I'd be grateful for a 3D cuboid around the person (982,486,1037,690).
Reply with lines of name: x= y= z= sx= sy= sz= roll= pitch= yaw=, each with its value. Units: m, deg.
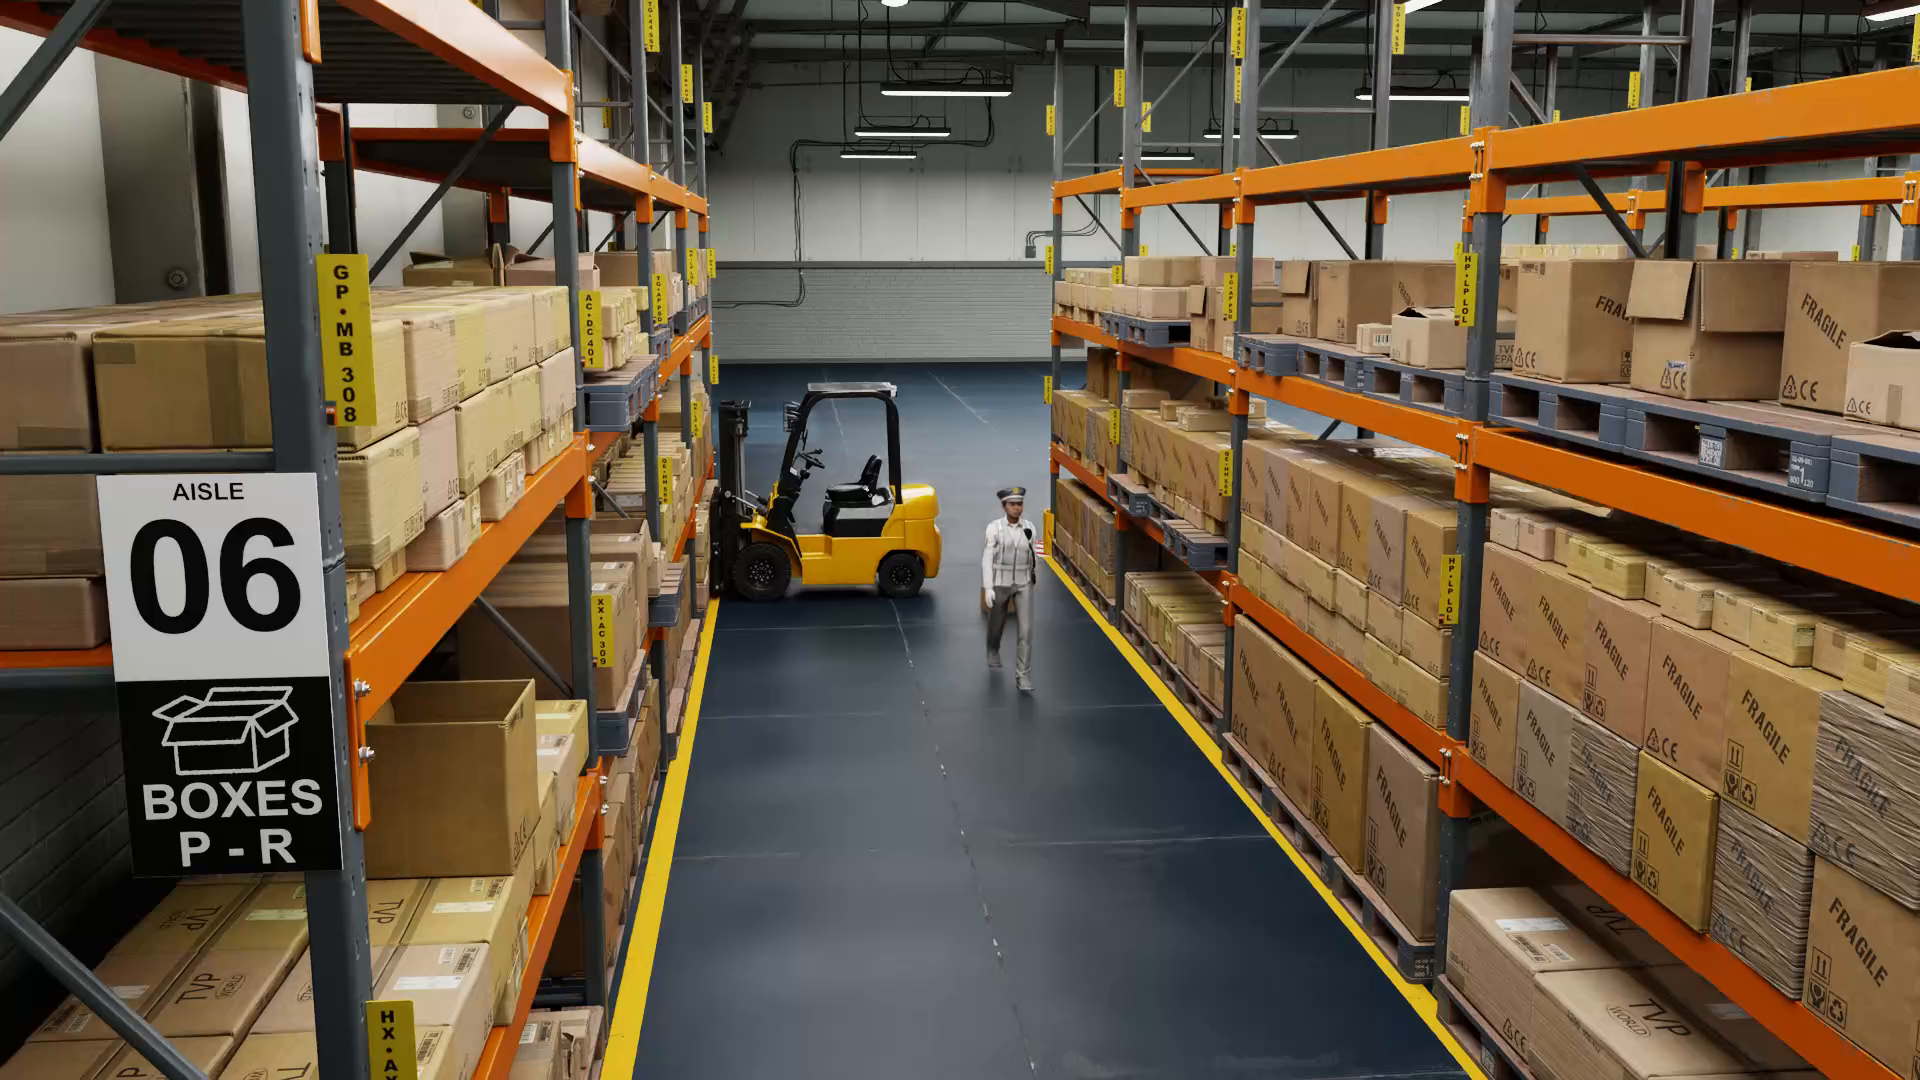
person: x=0.411 y=0.362 z=13.750 sx=0.476 sy=1.647 sz=0.938 roll=-1 pitch=10 yaw=-8
